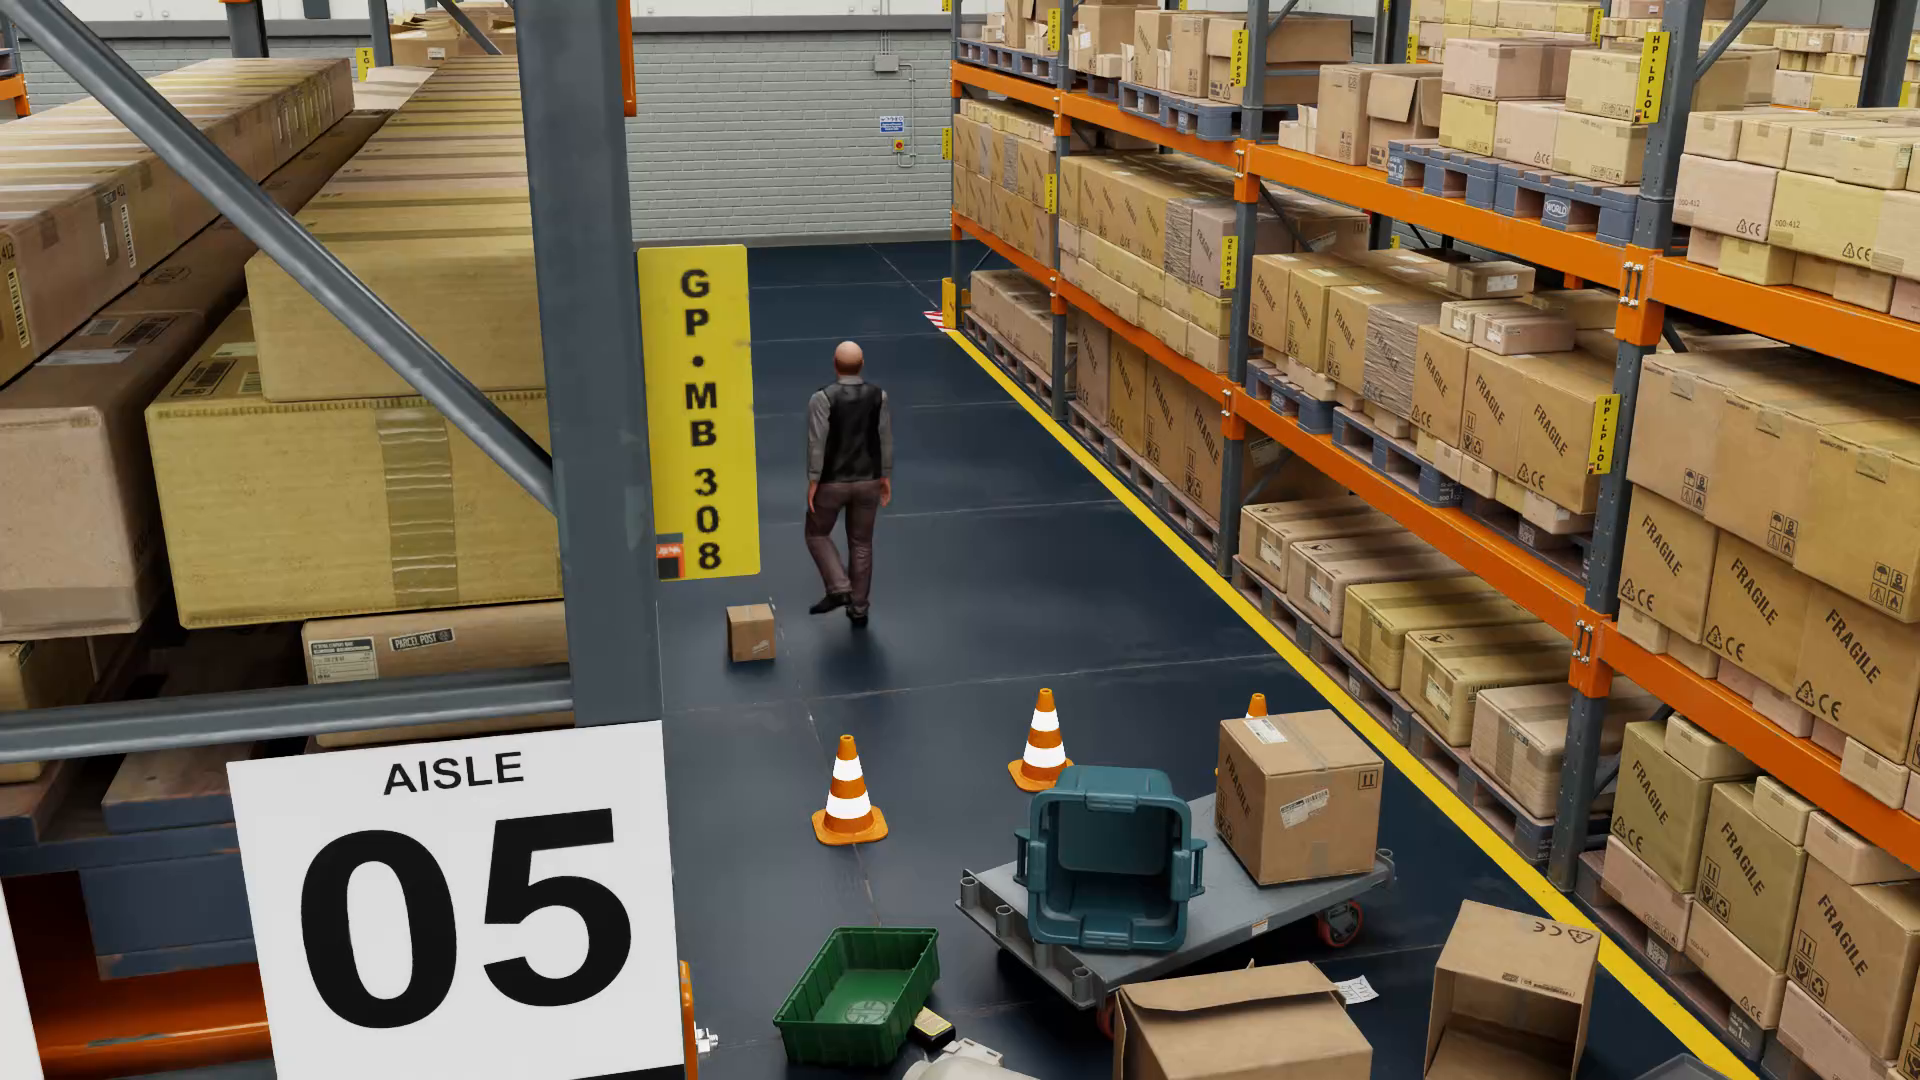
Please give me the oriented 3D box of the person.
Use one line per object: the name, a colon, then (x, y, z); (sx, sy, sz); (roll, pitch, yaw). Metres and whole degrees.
person: (-0.663, -0.328, 10.007); (0.583, 1.715, 0.474); (-8, 21, -21)
